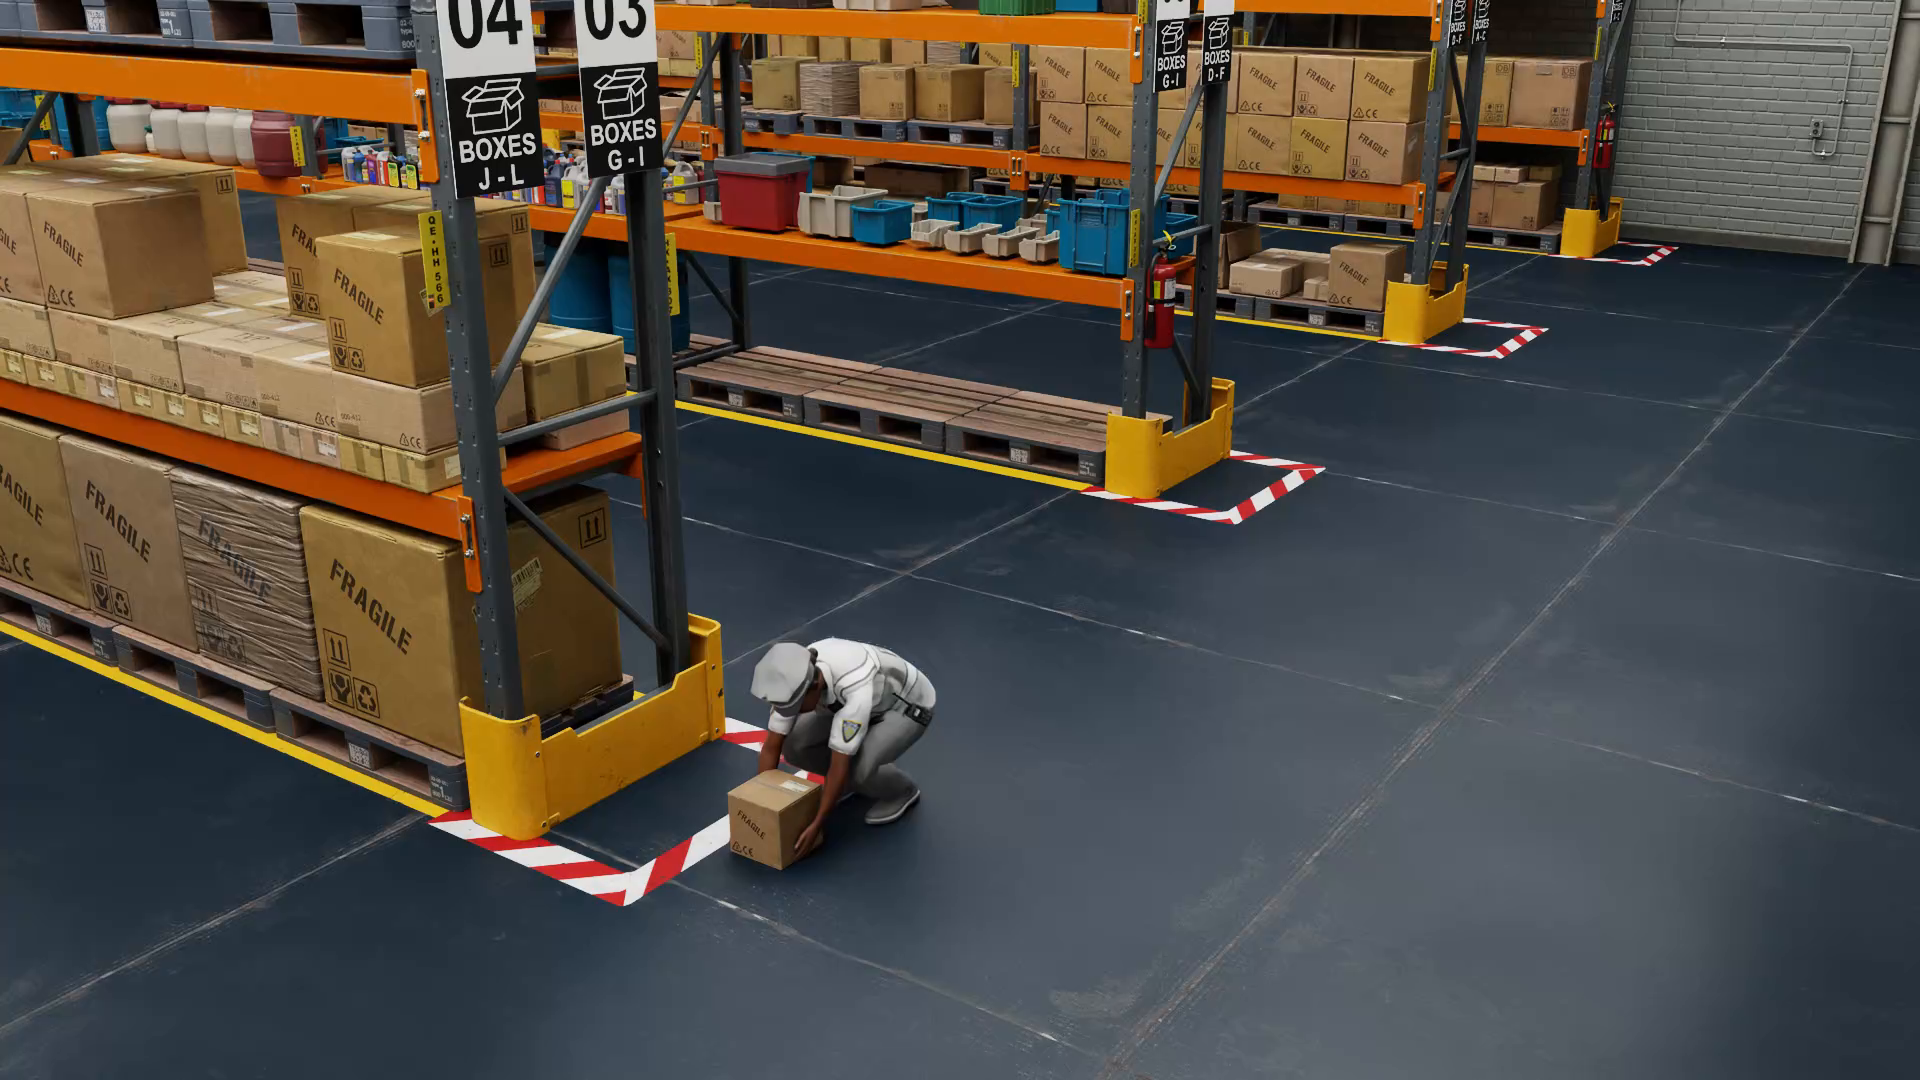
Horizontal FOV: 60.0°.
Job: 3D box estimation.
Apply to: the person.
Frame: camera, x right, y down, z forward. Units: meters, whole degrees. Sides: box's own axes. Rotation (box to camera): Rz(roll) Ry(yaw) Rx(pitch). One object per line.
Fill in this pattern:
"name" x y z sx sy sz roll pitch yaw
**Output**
"person" -0.461 0.698 6.388 0.480 0.843 0.870 17 26 39
